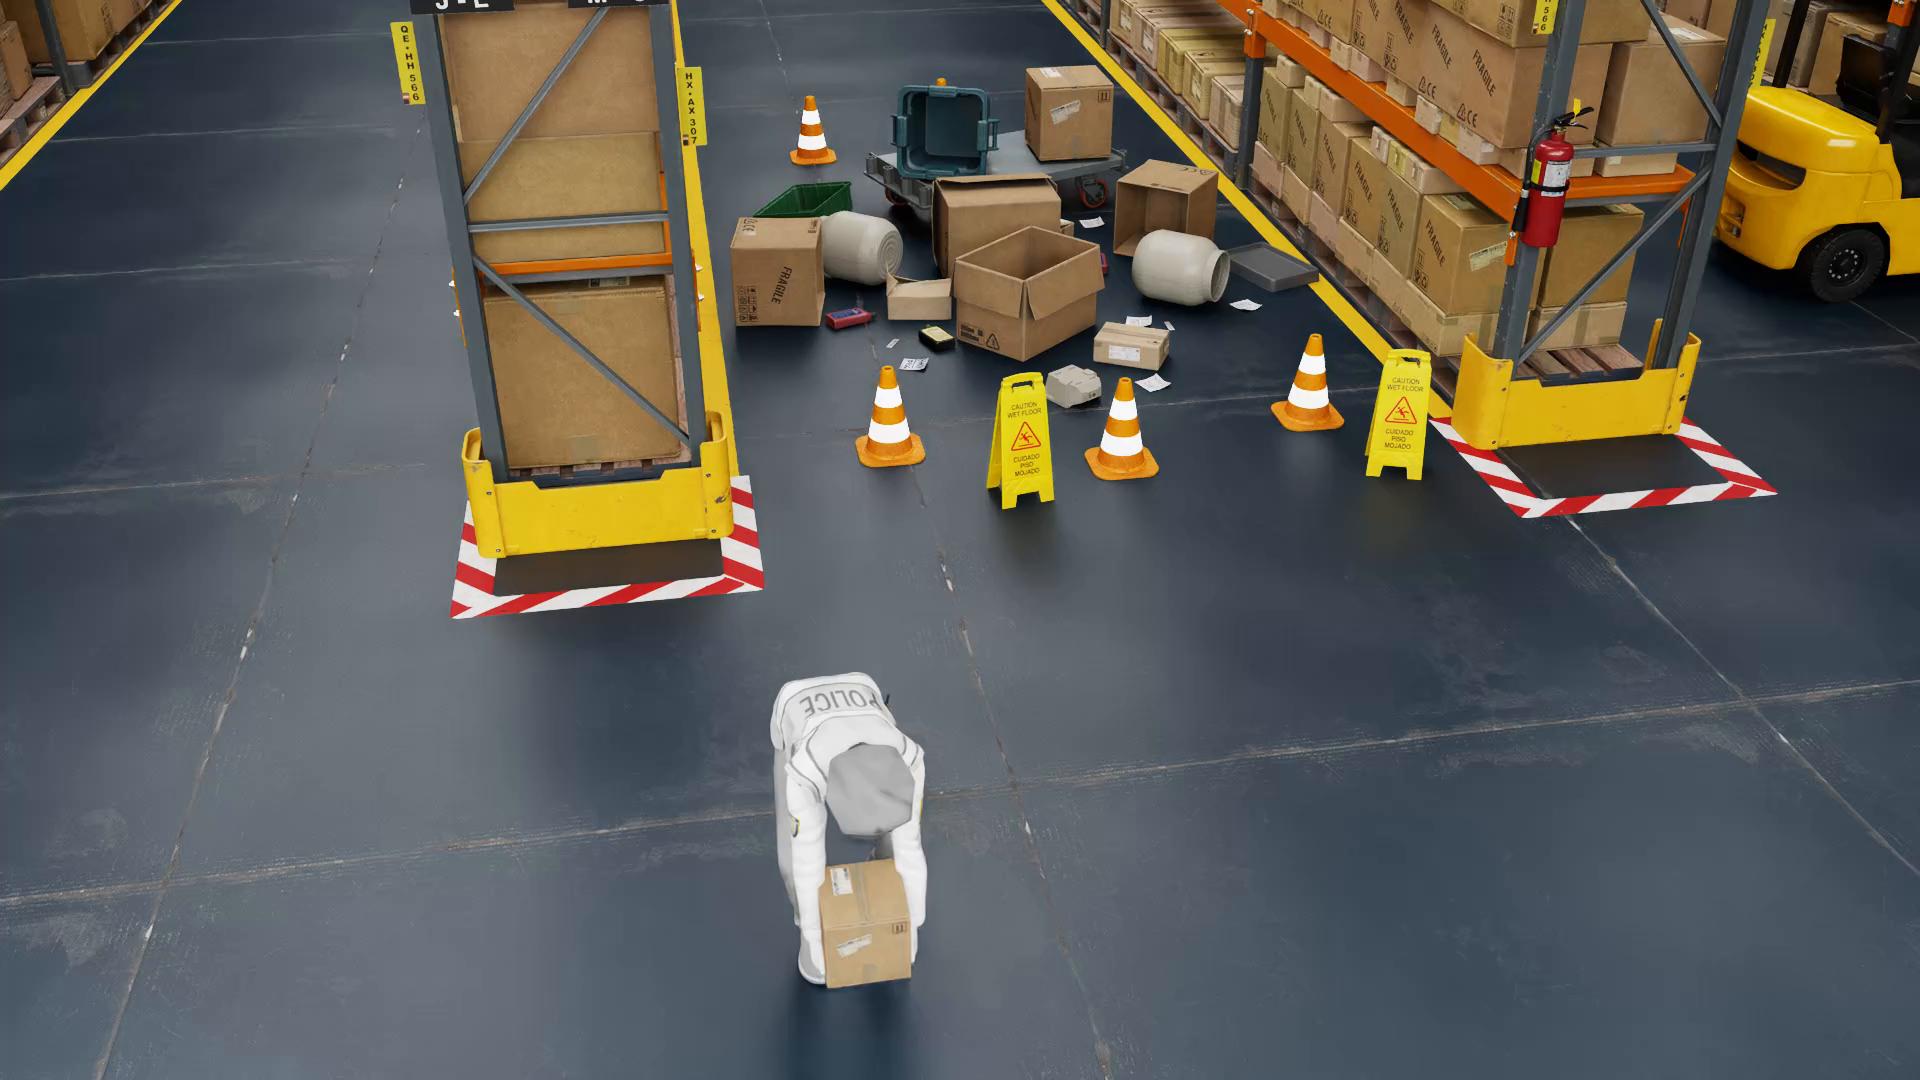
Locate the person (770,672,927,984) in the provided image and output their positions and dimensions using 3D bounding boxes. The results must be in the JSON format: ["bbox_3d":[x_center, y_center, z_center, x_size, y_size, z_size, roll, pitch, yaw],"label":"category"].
[{"bbox_3d":[-0.331,0.926,5.068,0.433,1.169,0.912,-7,32,-11],"label":"person"}]
